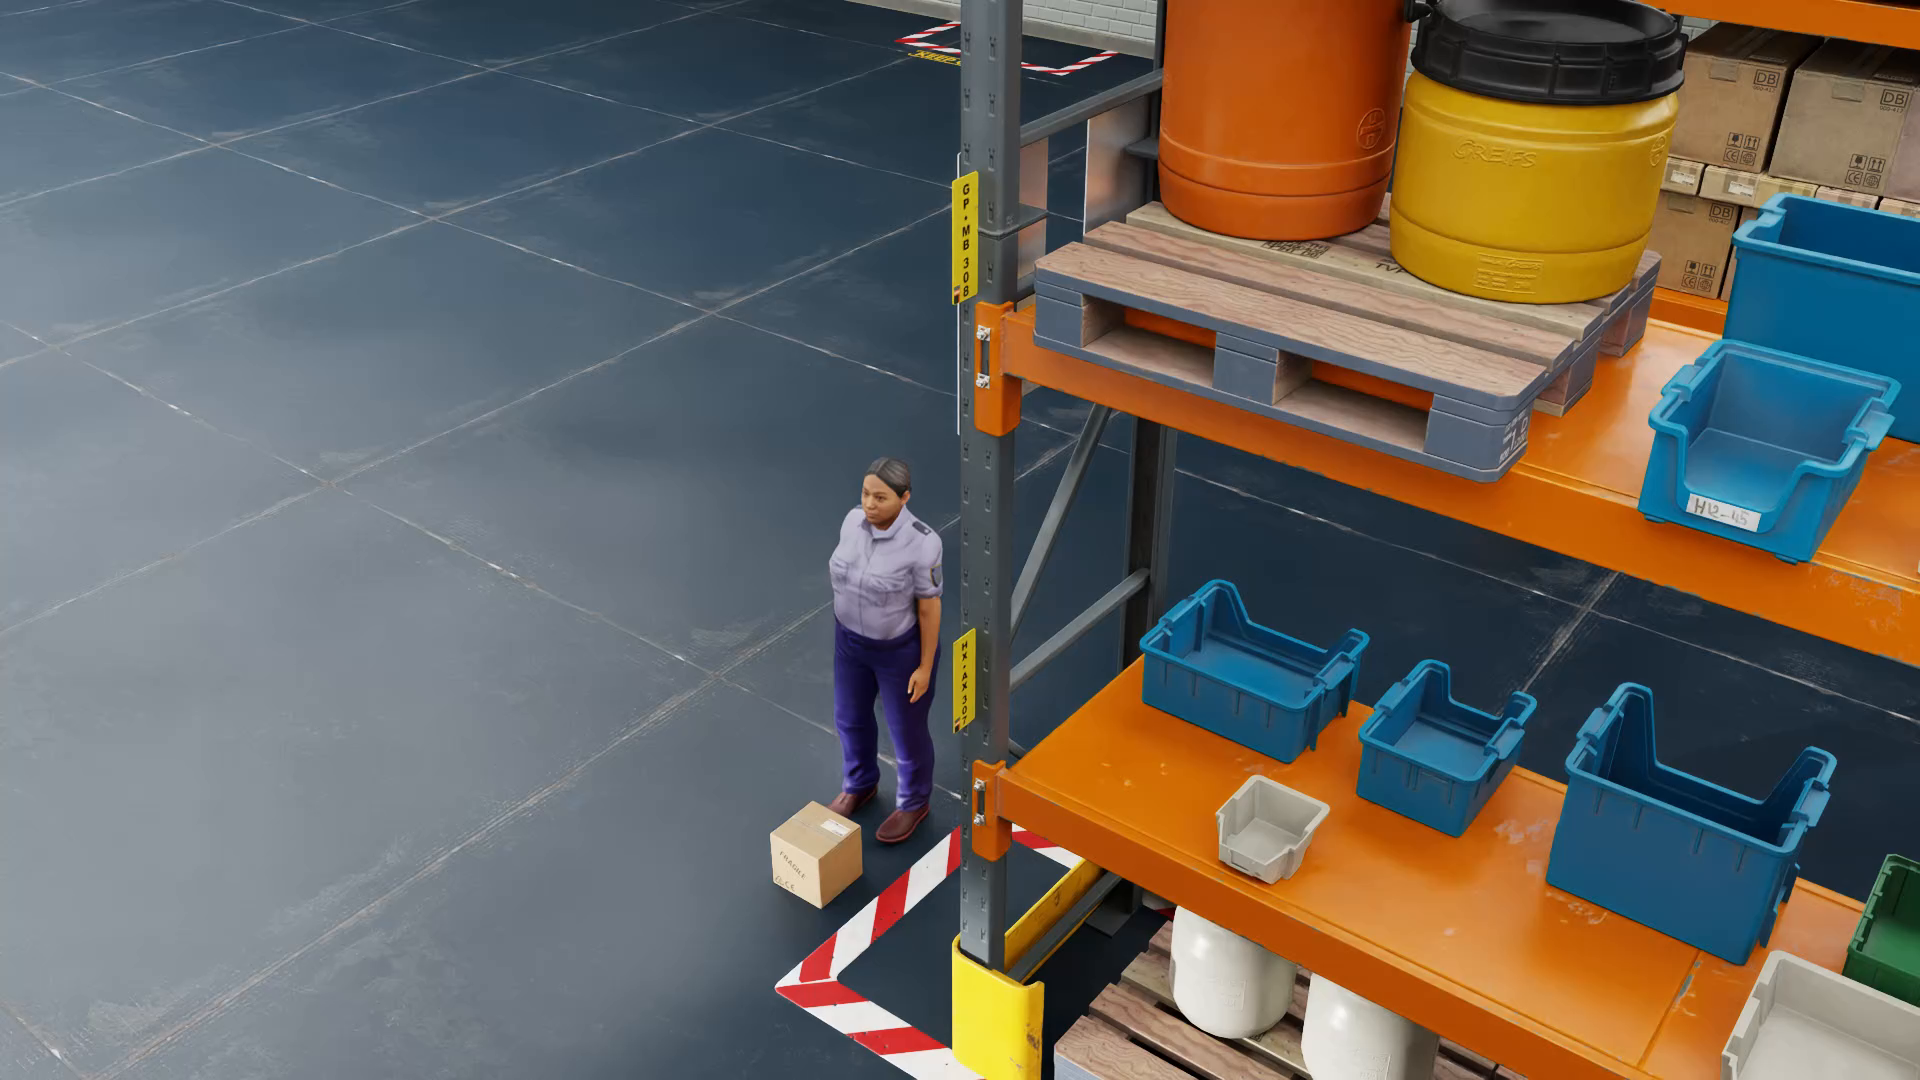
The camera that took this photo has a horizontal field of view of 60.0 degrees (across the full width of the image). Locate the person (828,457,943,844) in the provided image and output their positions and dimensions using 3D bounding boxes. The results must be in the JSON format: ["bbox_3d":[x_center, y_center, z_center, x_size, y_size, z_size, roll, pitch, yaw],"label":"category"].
[{"bbox_3d":[-0.296,0.446,6.435,0.478,1.686,0.379,20,36,30],"label":"person"}]
